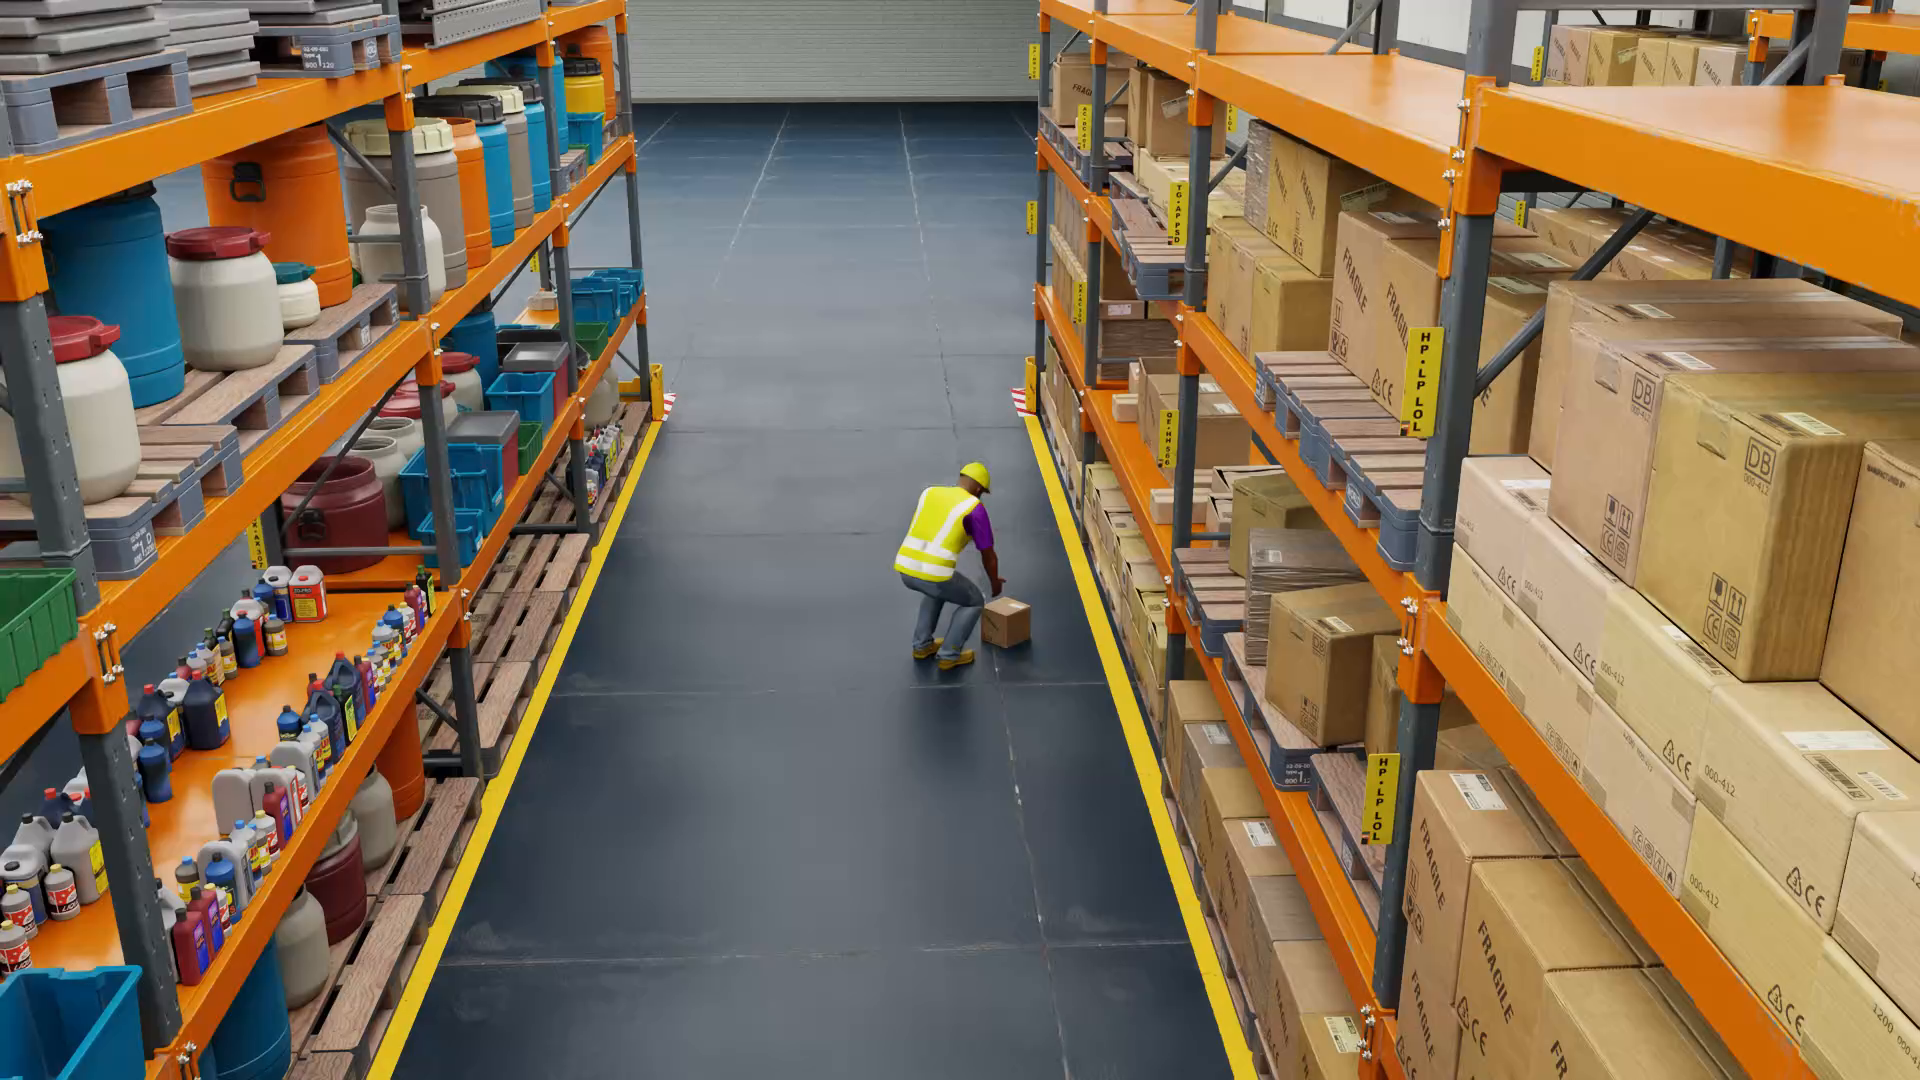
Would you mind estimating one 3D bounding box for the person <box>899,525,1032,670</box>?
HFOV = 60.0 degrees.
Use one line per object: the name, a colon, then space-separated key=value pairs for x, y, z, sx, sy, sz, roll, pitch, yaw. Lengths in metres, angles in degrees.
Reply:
person: x=0.003 y=0.402 z=11.384 sx=0.552 sy=0.869 sz=0.940 roll=19 pitch=27 yaw=41
